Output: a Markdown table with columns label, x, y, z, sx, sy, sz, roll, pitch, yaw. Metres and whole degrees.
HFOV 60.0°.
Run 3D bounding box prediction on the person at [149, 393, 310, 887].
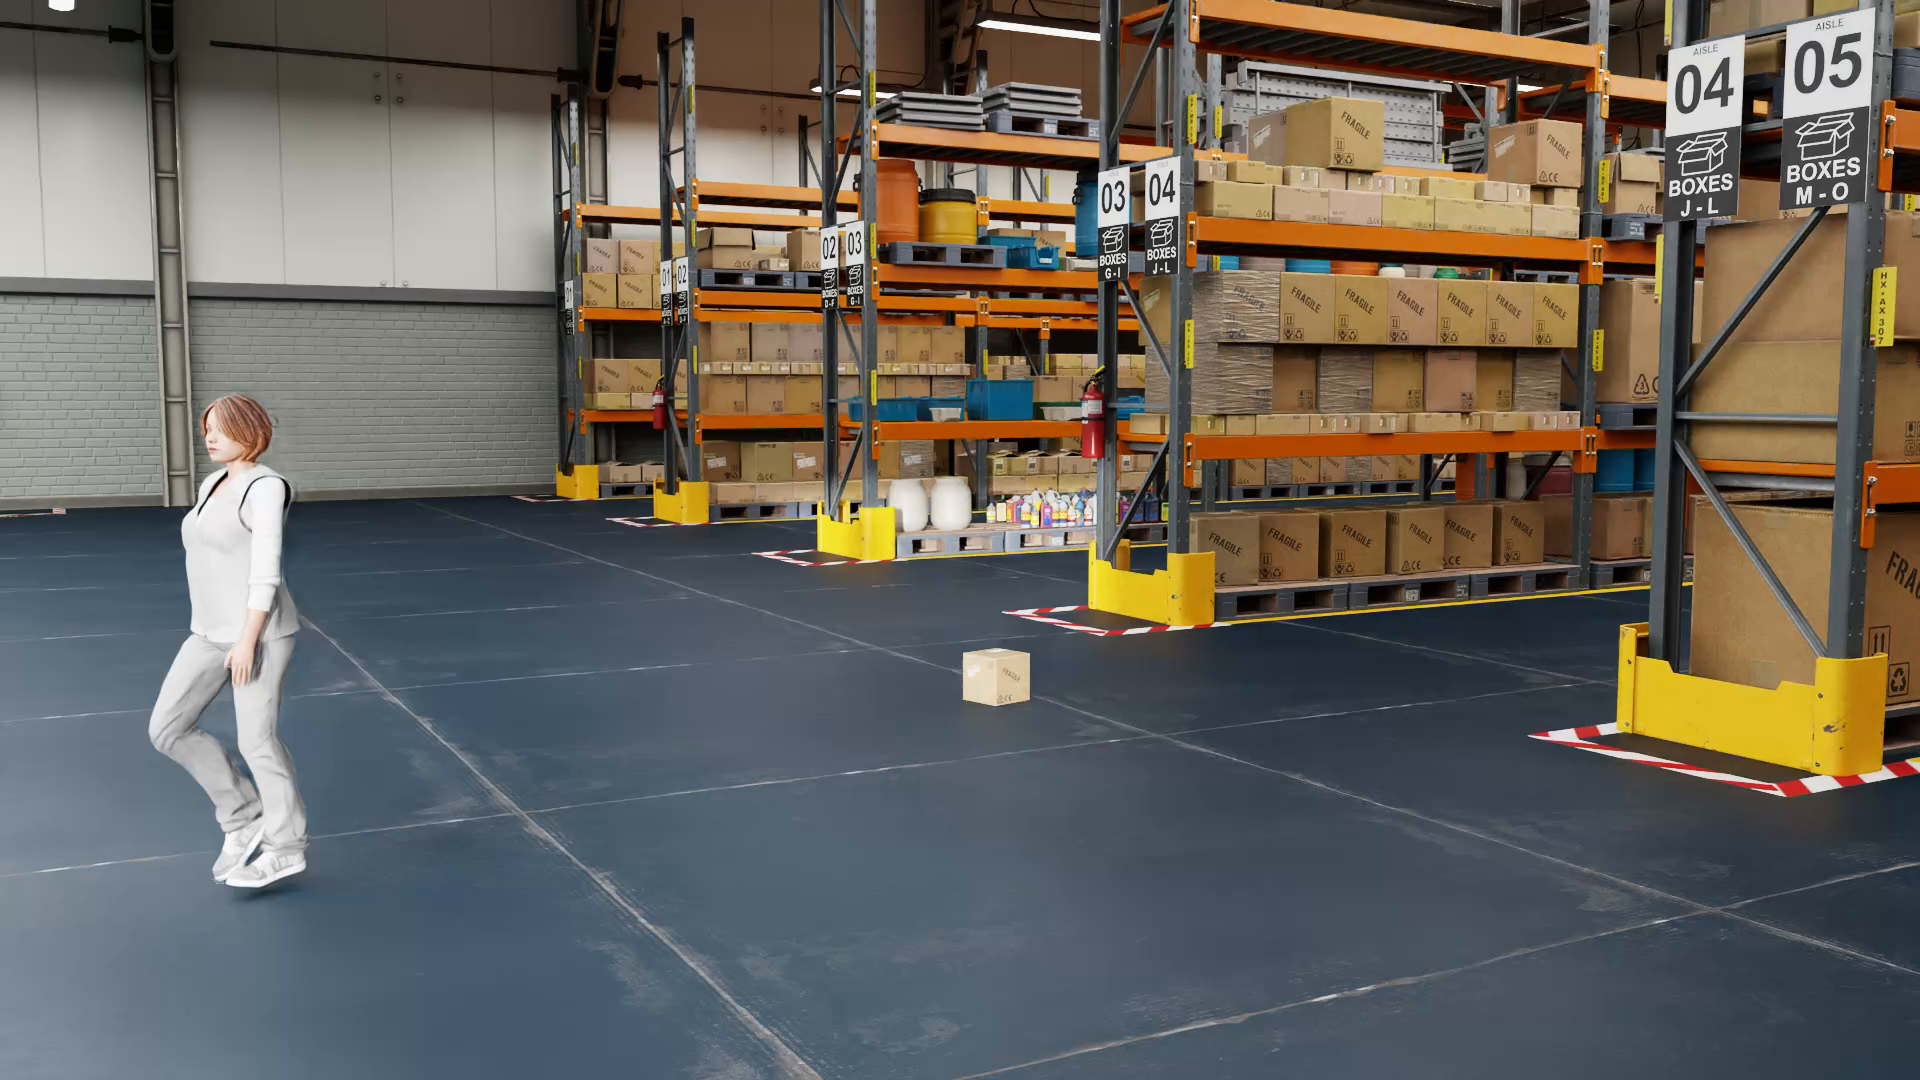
| label | x | y | z | sx | sy | sz | roll | pitch | yaw |
| --- | --- | --- | --- | --- | --- | --- | --- | --- | --- |
| person | -2.345 | 0.331 | 5.355 | 0.440 | 1.600 | 0.434 | 4 | 6 | 35 |
